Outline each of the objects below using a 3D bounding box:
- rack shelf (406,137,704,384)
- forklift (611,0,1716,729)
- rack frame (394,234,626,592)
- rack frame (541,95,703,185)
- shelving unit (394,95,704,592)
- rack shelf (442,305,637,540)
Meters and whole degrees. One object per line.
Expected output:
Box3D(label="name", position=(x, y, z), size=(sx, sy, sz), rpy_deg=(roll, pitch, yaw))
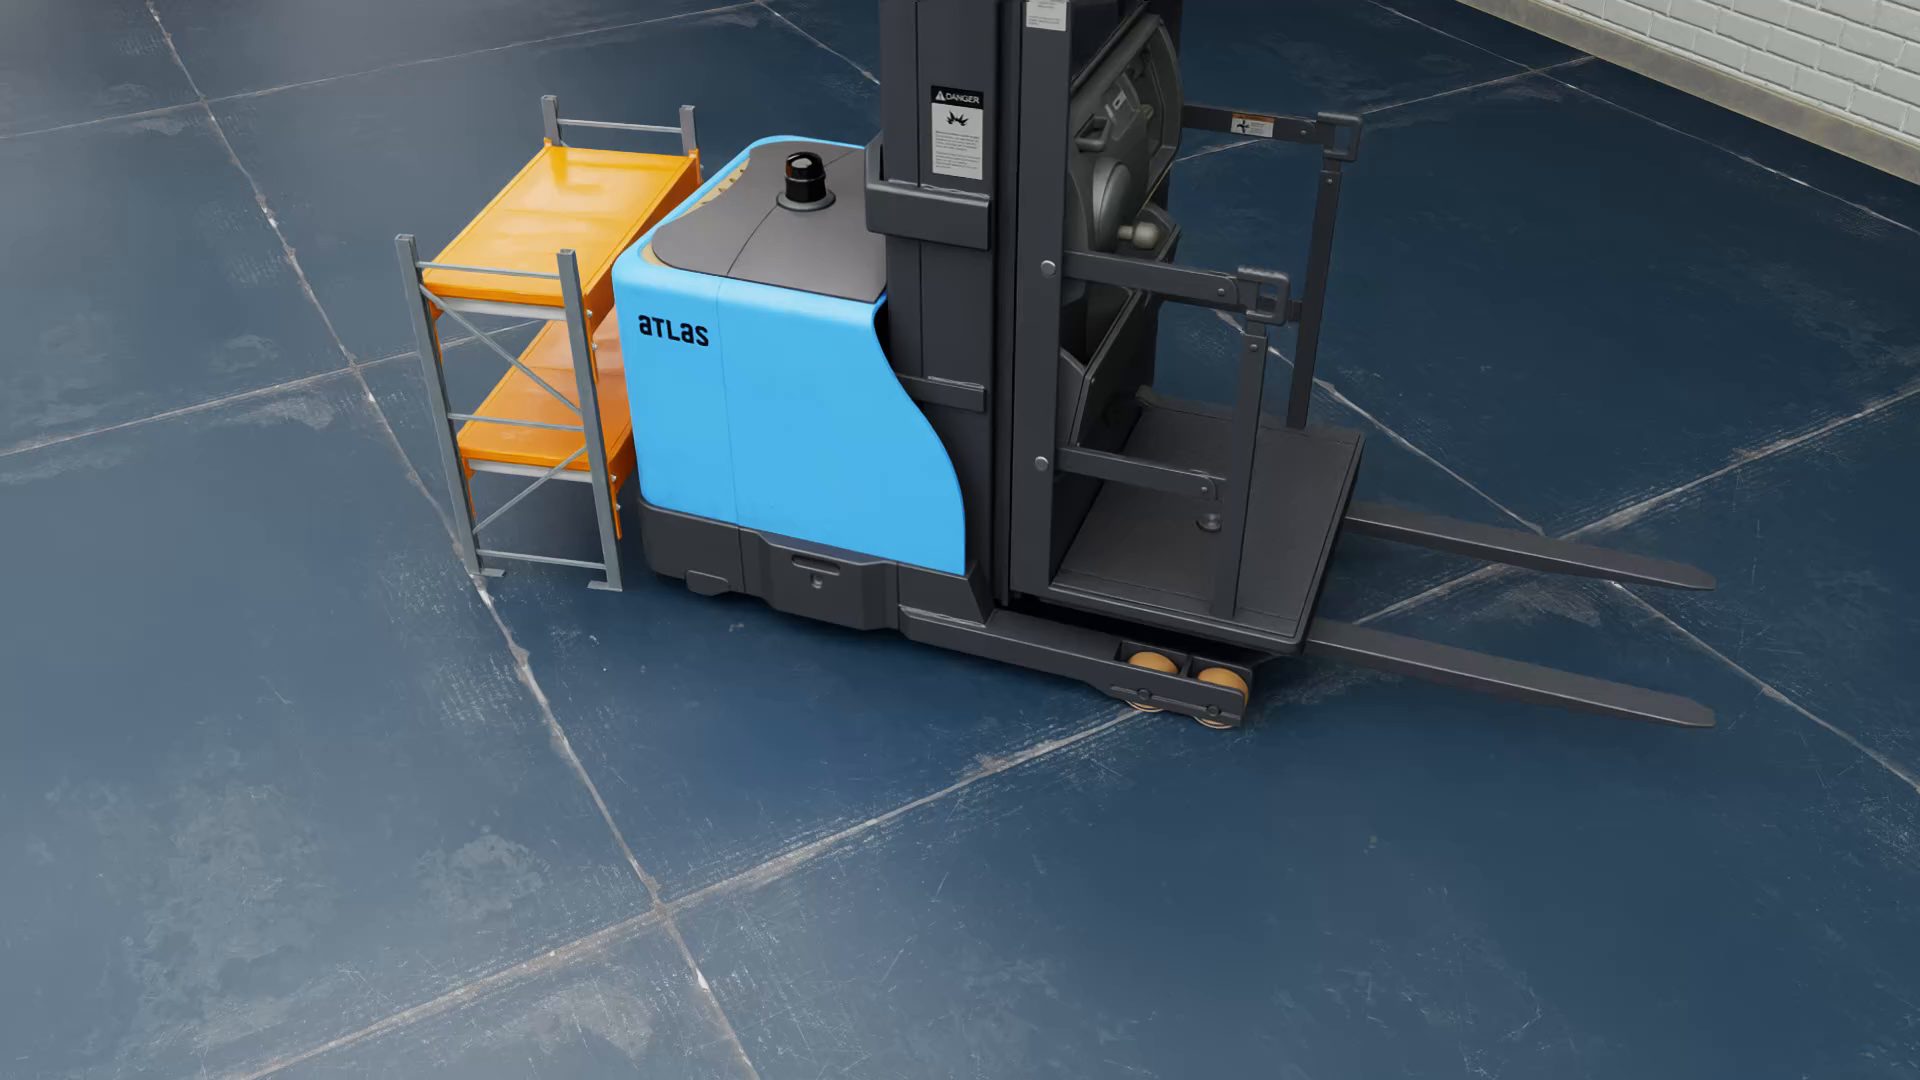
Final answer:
Box3D(label="rack shelf", position=(-1.170, -0.863, 4.982), size=(0.538, 0.278, 1.000), rpy_deg=(6, 37, 9))
Box3D(label="forklift", position=(0.614, -1.023, 4.166), size=(3.031, 2.935, 1.130), rpy_deg=(12, 38, 16))
Box3D(label="rack frame", position=(-1.265, -0.332, 4.751), size=(0.500, 1.125, 0.032), rpy_deg=(6, 37, 9))
Box3D(label="rack frame", position=(-1.076, -0.922, 5.558), size=(0.500, 1.125, 0.032), rpy_deg=(6, 37, 9))
Box3D(label="shelving unit", position=(-1.170, -0.627, 5.155), size=(0.538, 1.125, 1.048), rpy_deg=(6, 37, 9))
Box3D(label="rack shelf", position=(-1.170, -0.430, 5.299), size=(0.538, 0.278, 1.000), rpy_deg=(6, 37, 9))
